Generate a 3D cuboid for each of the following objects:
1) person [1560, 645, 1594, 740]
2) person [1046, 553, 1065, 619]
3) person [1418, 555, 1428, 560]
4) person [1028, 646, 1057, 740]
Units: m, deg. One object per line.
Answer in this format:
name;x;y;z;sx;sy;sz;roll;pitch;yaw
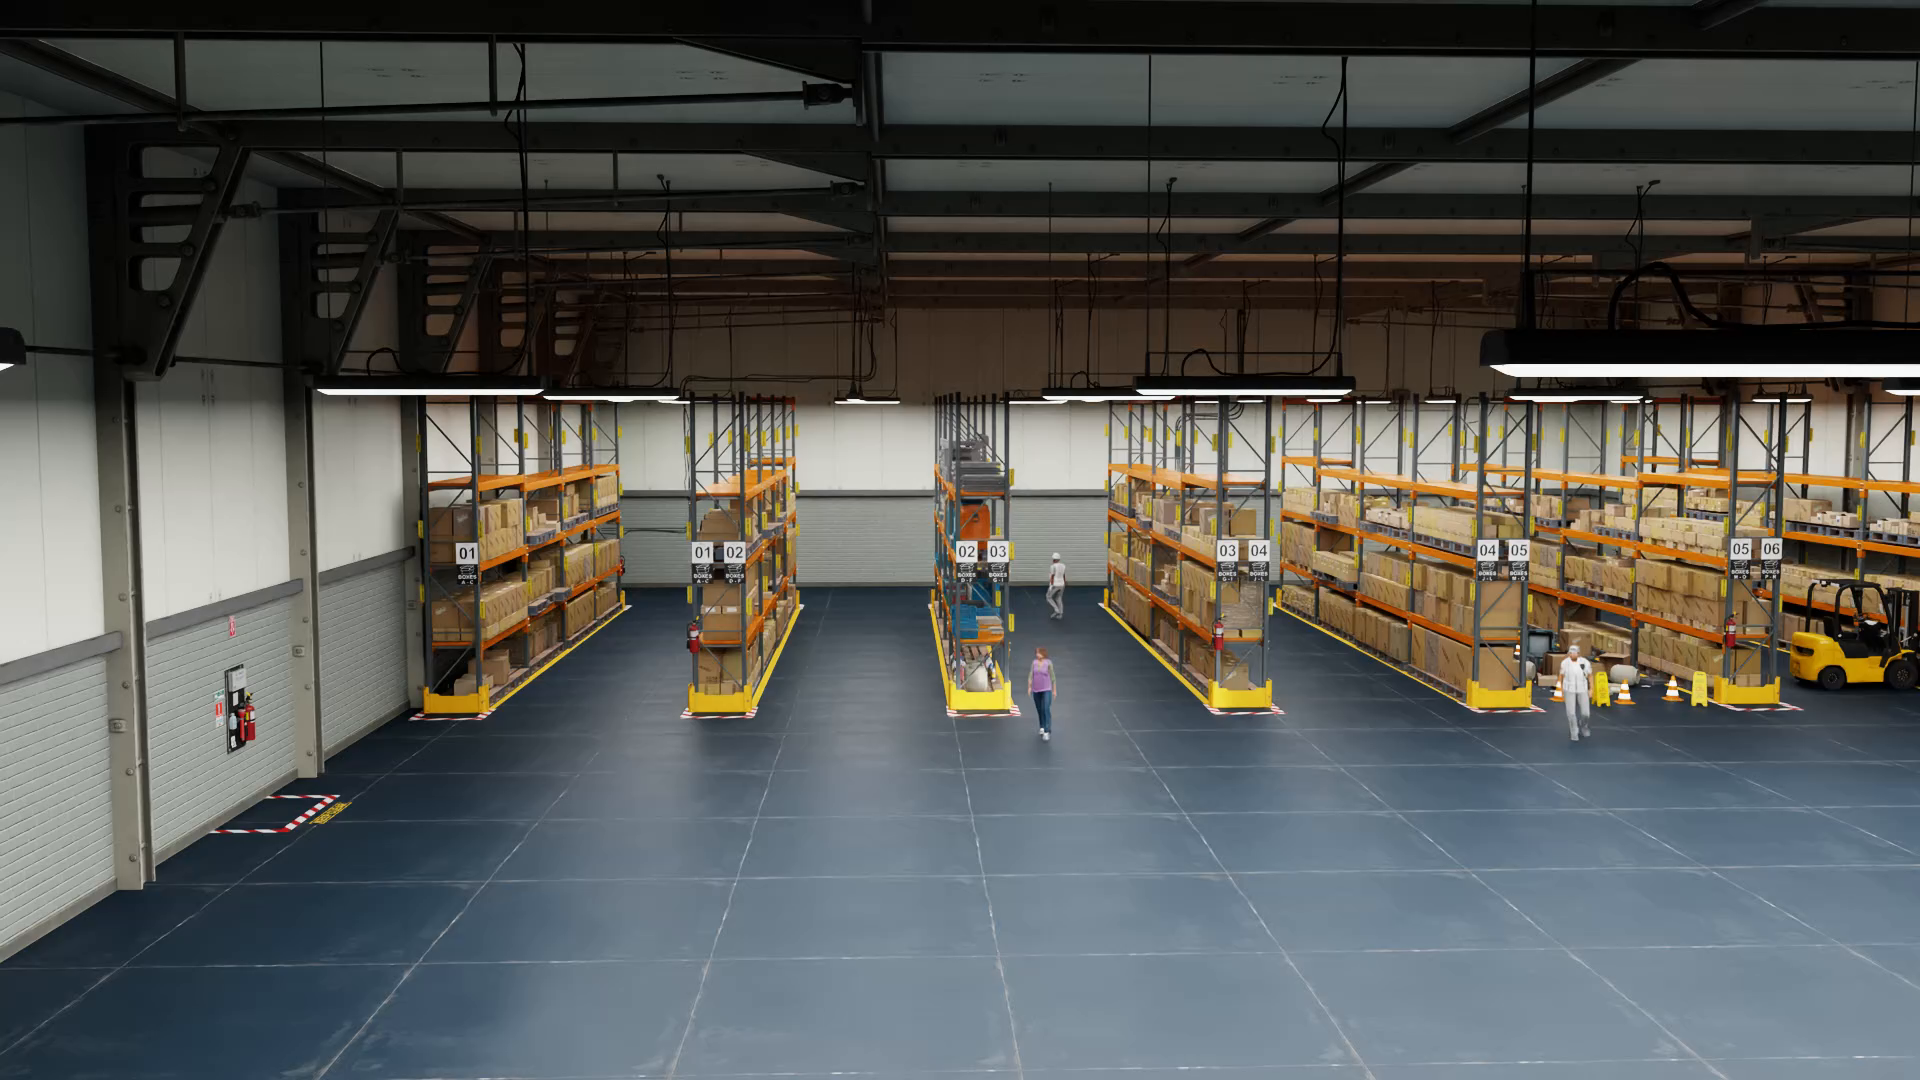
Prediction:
person;10.636;2.612;28.704;0.553;1.647;0.552;2;5;20
person;2.629;1.244;44.822;0.609;1.785;0.467;-5;6;-45
person;12.591;1.265;45.195;0.503;1.681;0.443;-5;6;-45
person;1.429;2.625;28.720;0.512;1.574;0.796;2;5;27
